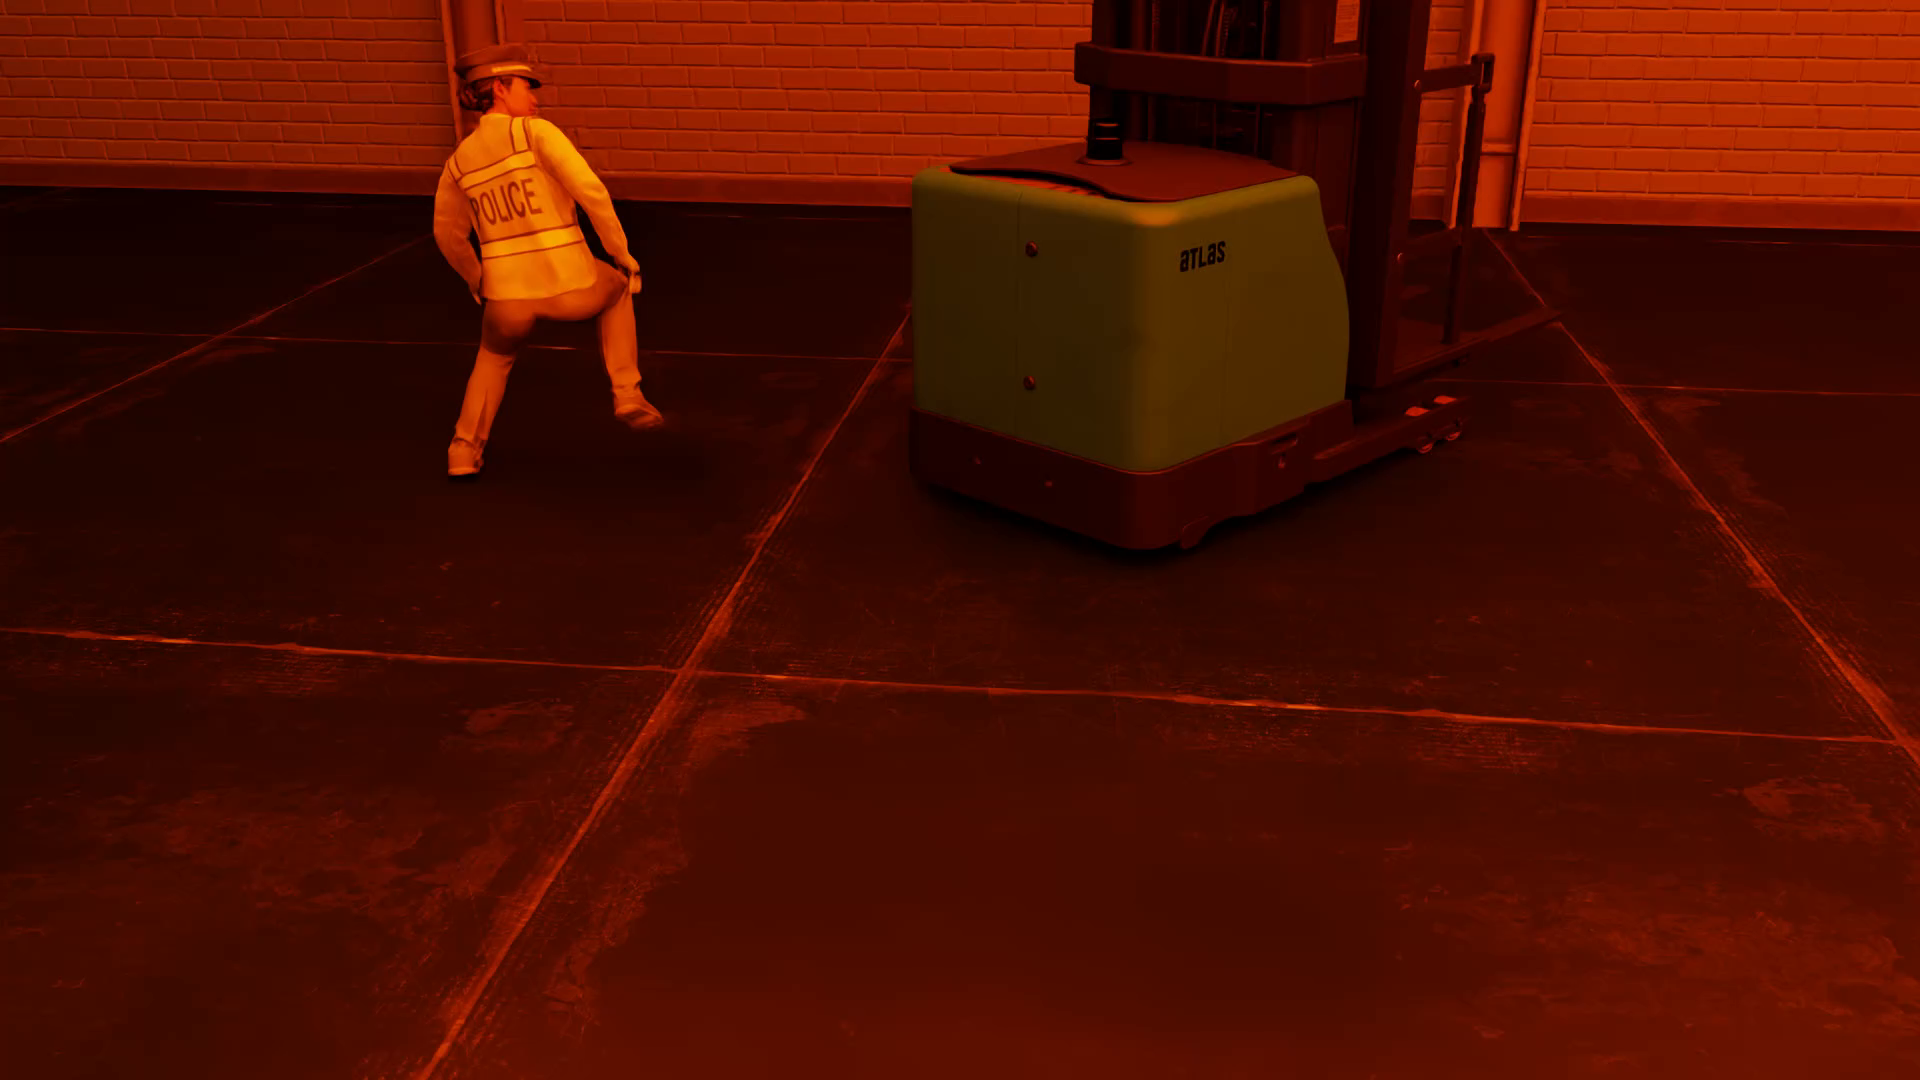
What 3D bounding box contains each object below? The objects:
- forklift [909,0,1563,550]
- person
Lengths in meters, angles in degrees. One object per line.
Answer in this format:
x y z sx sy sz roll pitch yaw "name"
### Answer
1.221 -1.788 5.693 1.130 2.935 3.031 20 29 40 "forklift"
-1.414 -0.907 5.574 0.744 1.456 0.624 1 22 2 "person"
